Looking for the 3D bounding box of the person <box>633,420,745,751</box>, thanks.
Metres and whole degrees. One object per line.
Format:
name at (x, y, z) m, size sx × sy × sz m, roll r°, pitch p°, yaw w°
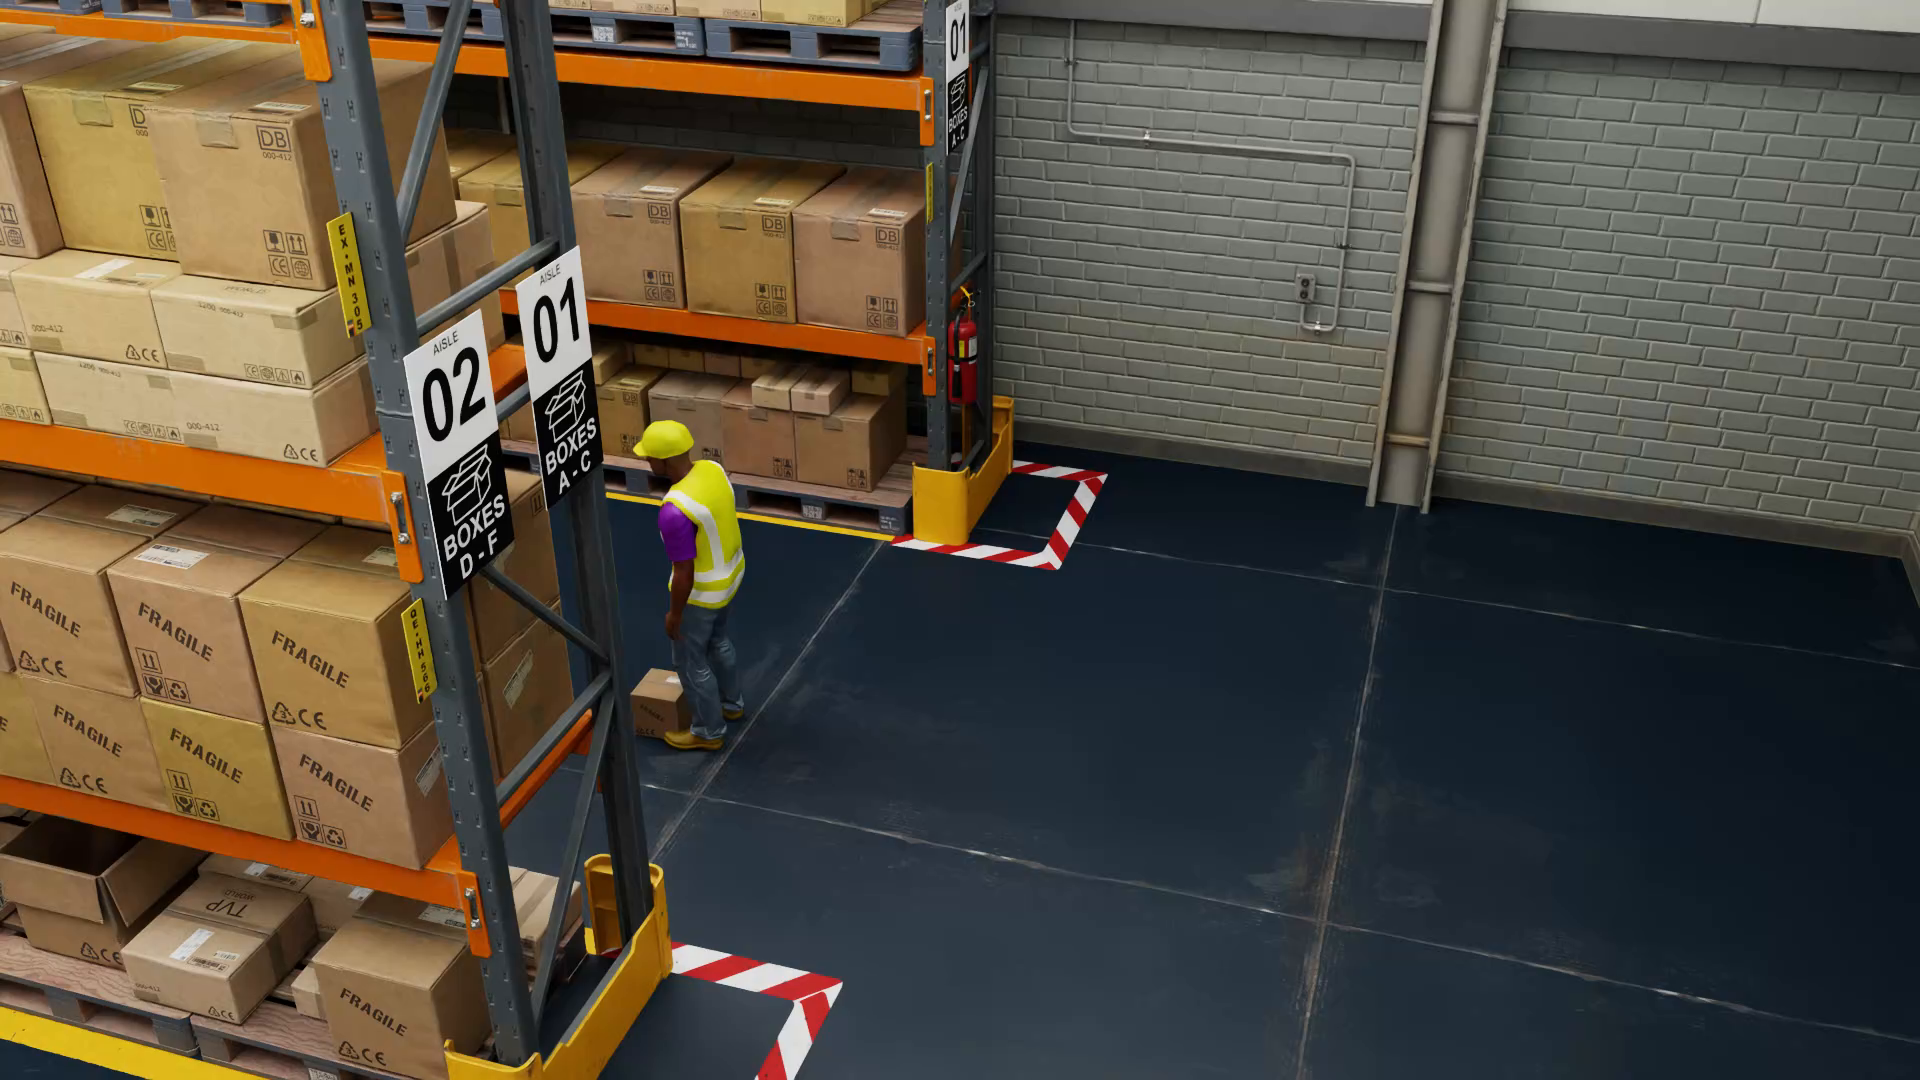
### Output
person at (-1.290, 0.214, 8.106) m, size 0.463 × 1.759 × 0.626 m, roll 7°, pitch 30°, yaw 13°
